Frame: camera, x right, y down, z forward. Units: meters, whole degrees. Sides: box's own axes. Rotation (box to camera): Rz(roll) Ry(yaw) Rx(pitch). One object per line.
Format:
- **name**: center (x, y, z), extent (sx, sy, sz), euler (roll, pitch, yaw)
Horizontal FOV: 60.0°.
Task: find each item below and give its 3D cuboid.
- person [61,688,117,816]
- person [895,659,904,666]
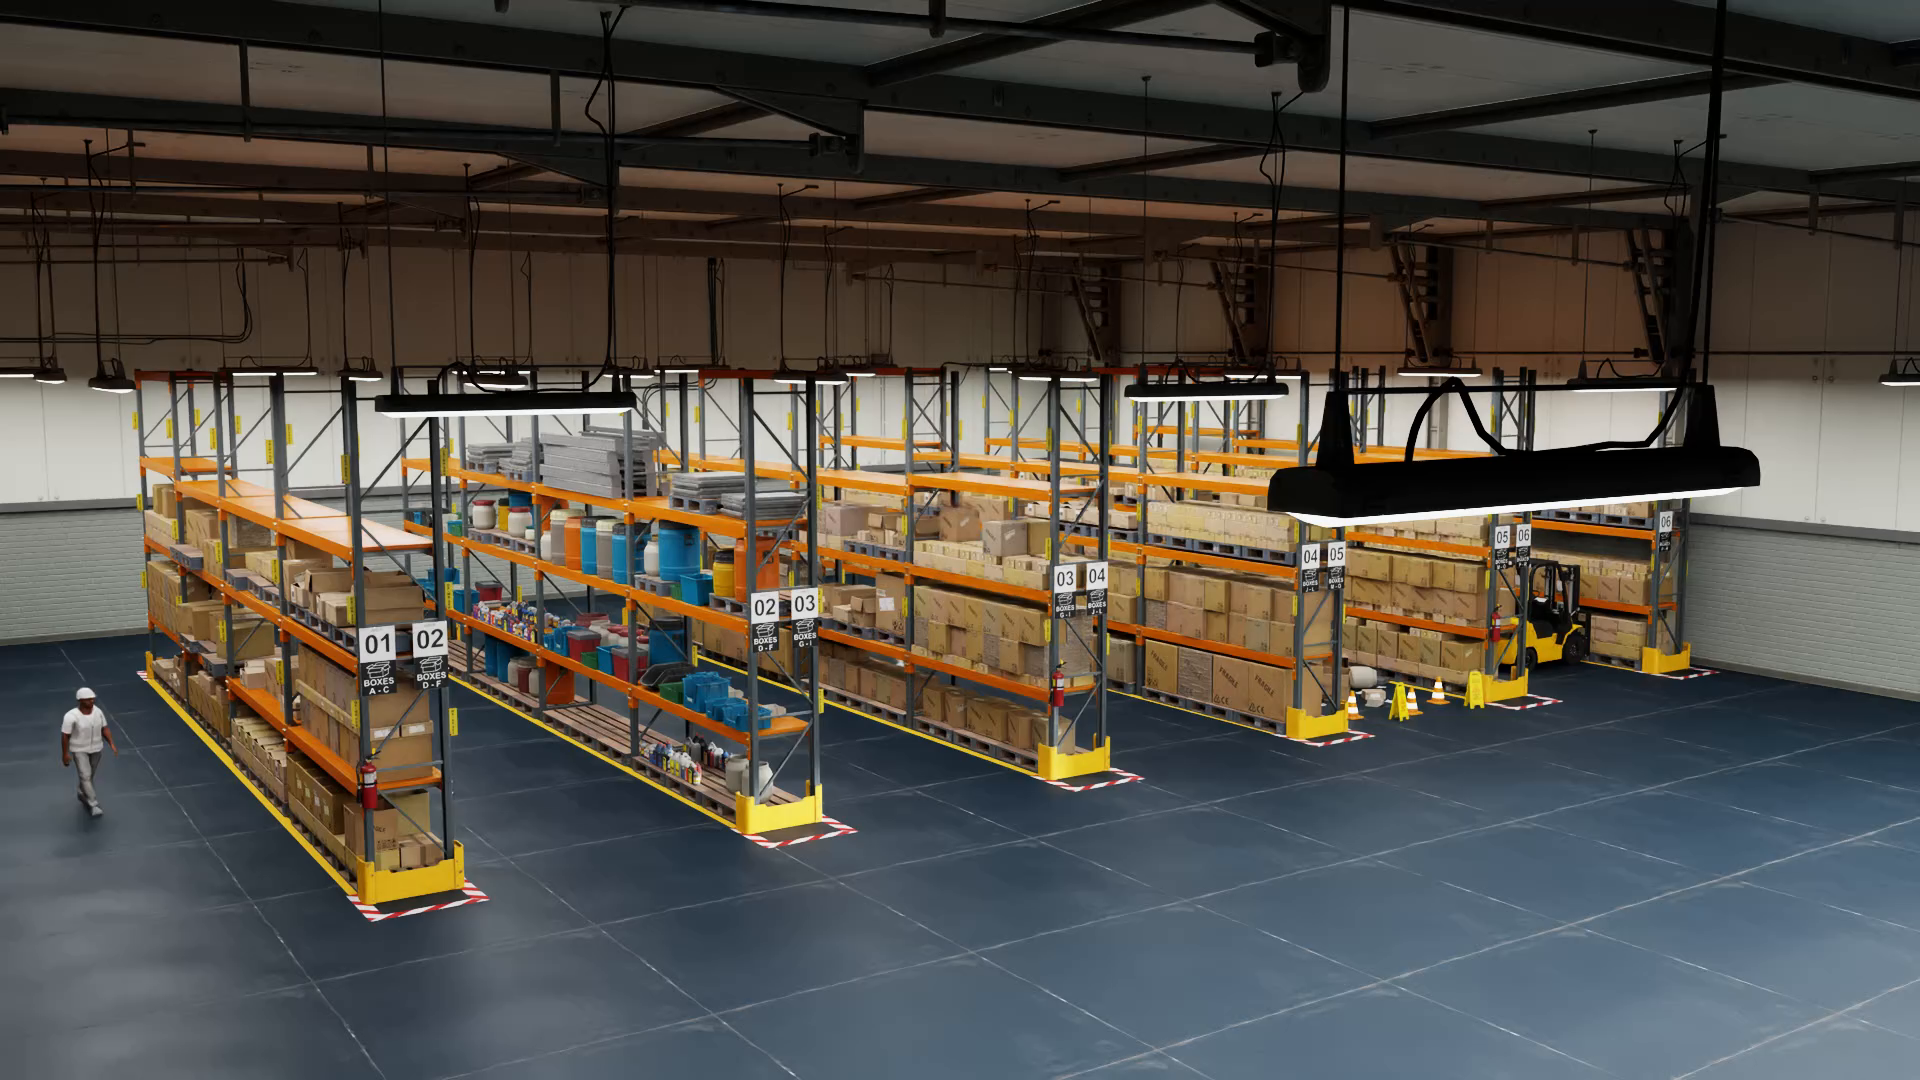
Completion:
- **person**: center (-12.007, 2.877, 22.908), extent (1.113, 1.697, 0.649), euler (5, 8, 39)
- **person**: center (-1.056, 1.852, 31.874), extent (0.588, 1.787, 0.551), euler (0, 6, 3)
